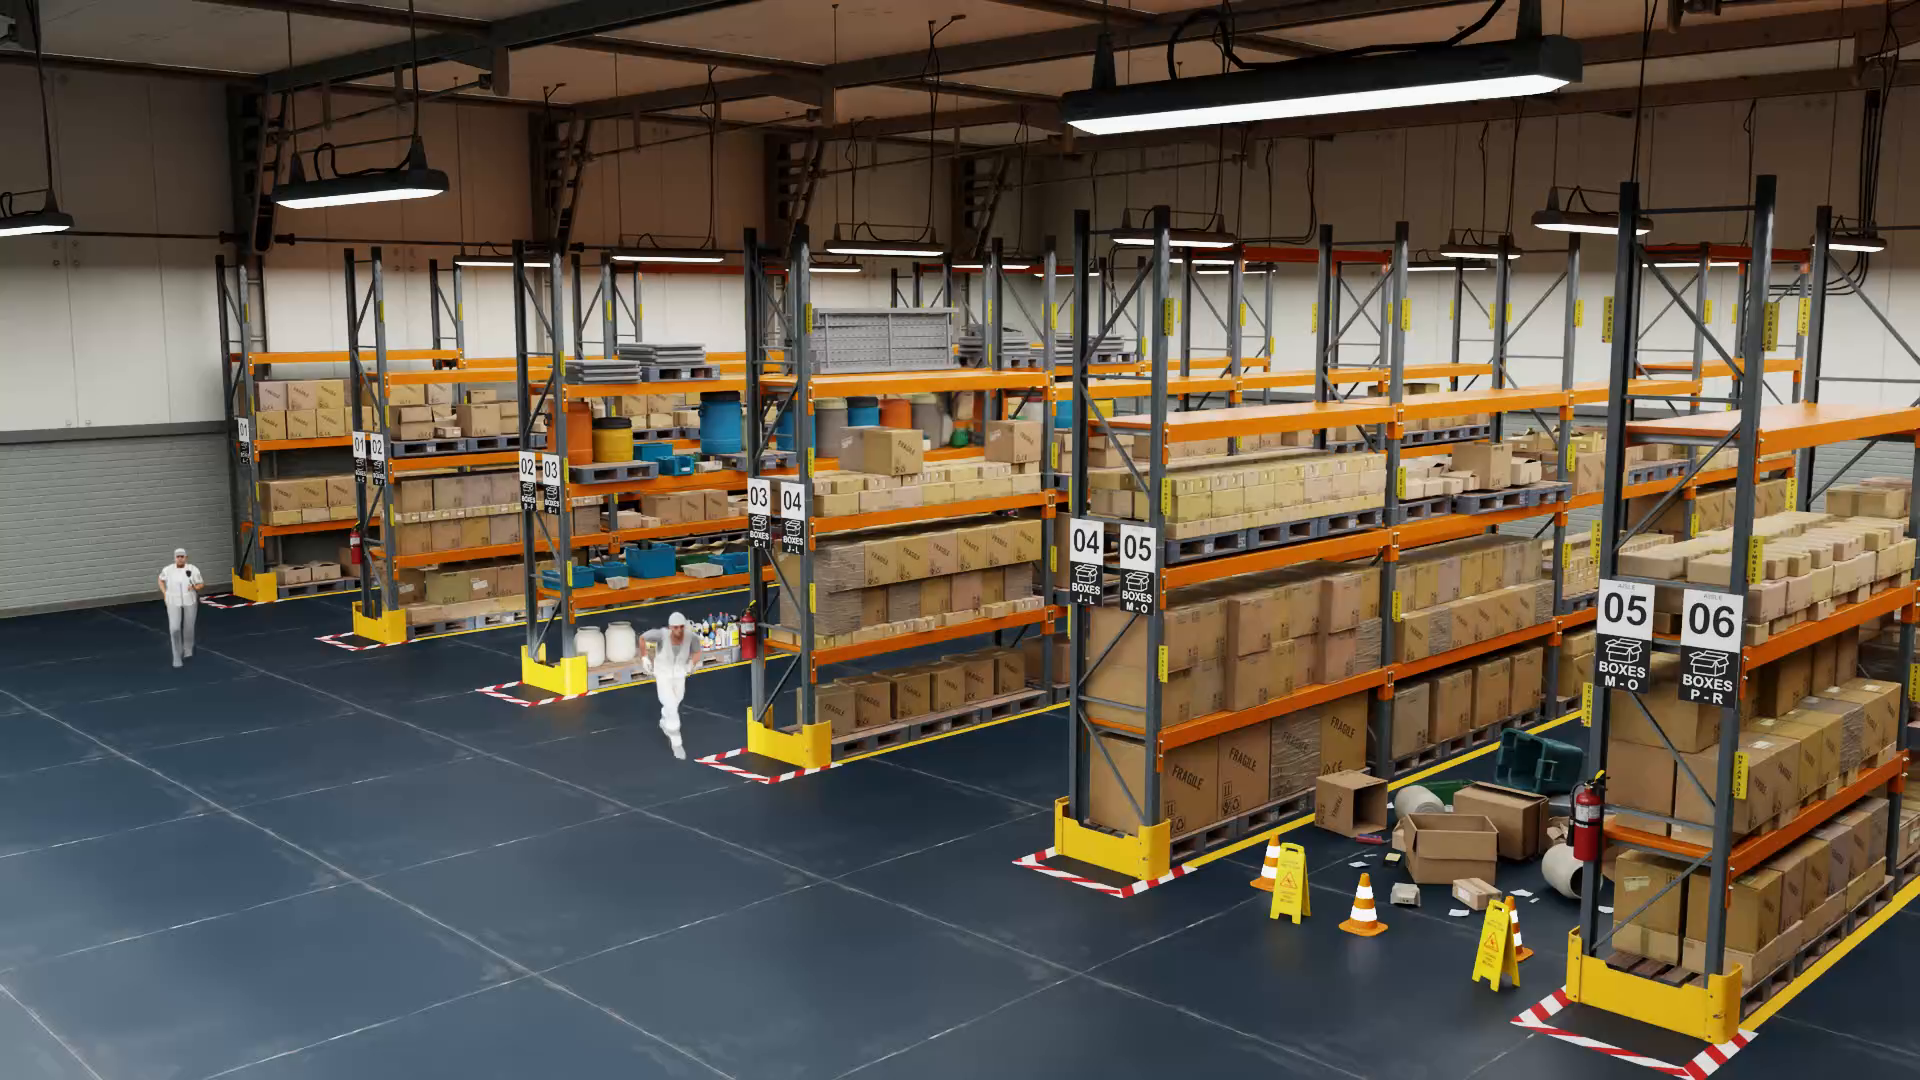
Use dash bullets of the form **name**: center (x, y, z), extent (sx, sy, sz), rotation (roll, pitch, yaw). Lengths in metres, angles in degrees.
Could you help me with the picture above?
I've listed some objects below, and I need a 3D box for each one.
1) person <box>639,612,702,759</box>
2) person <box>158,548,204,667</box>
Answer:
- **person**: center (-3.369, 1.631, 19.305), extent (0.706, 1.731, 1.054), rotation (-3, 9, -23)
- **person**: center (-11.217, 0.968, 24.001), extent (0.584, 1.726, 0.746), rotation (-4, 9, -28)
